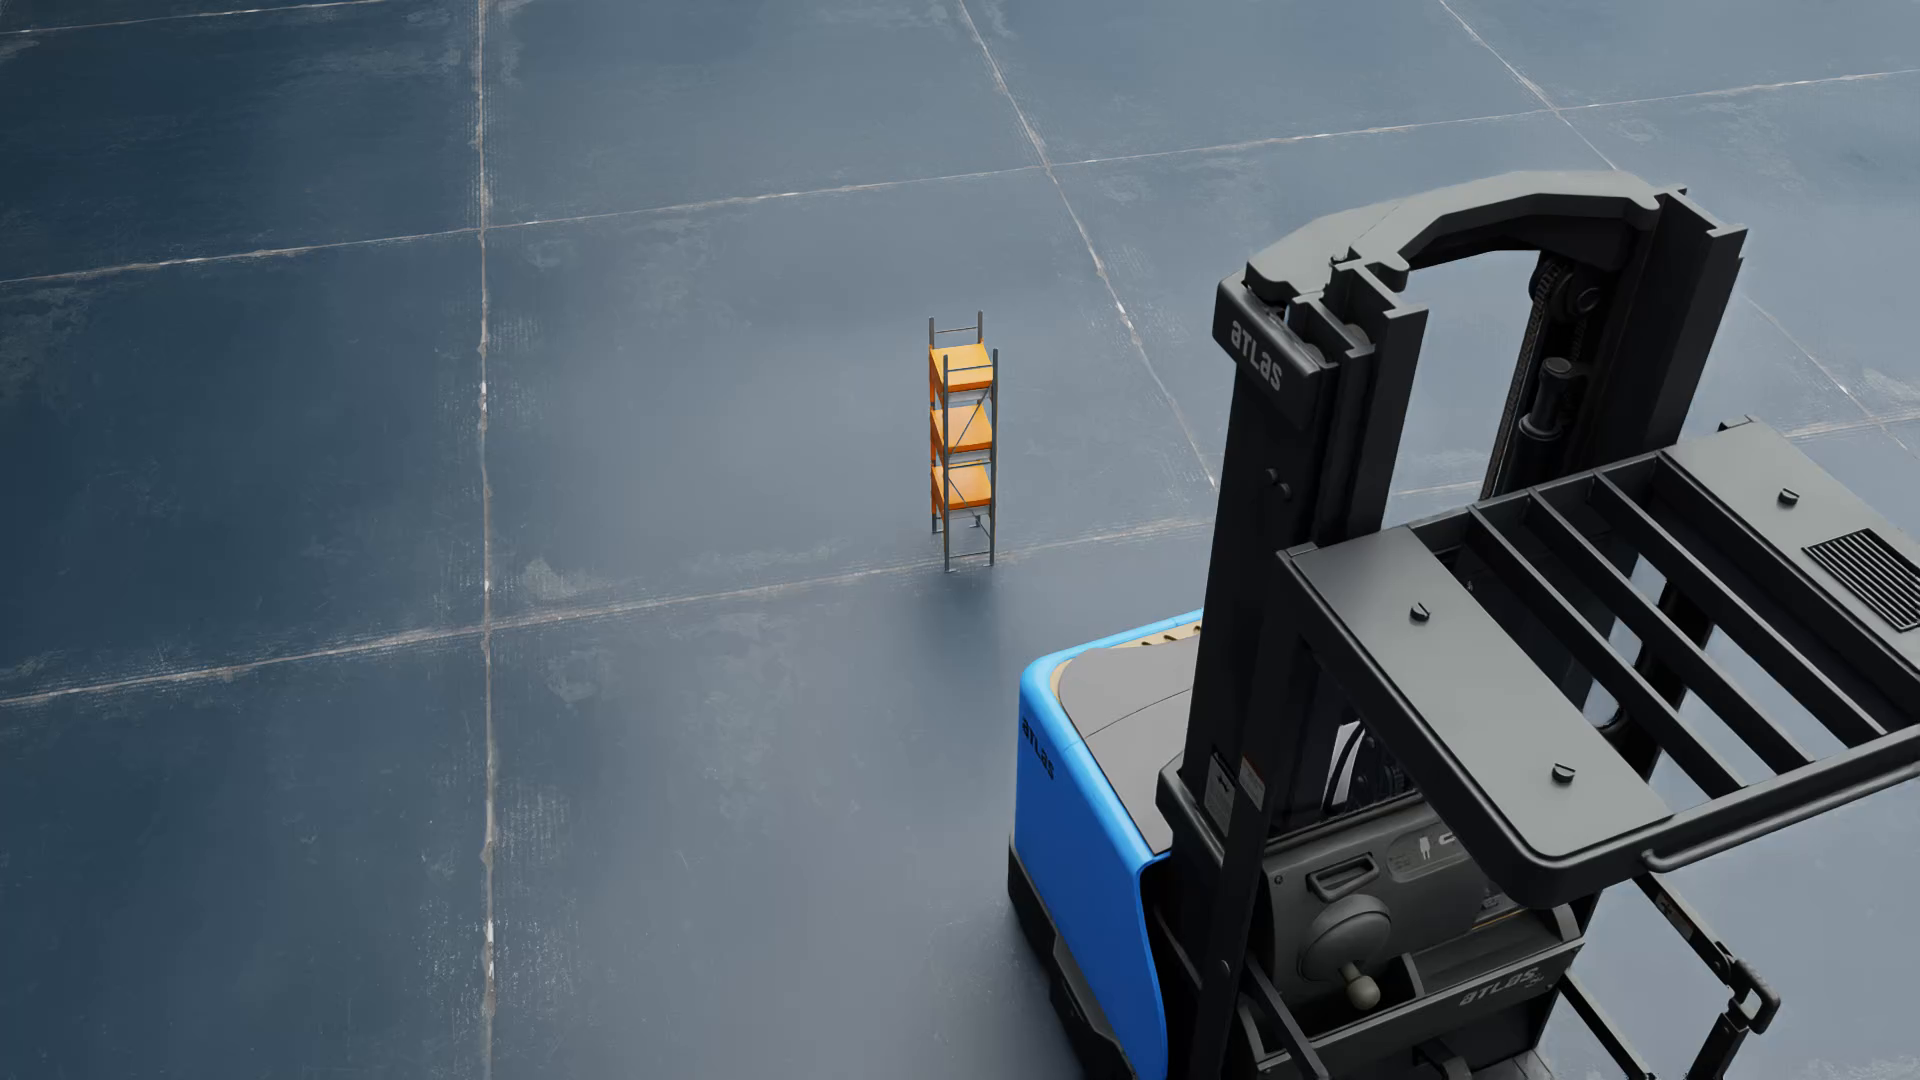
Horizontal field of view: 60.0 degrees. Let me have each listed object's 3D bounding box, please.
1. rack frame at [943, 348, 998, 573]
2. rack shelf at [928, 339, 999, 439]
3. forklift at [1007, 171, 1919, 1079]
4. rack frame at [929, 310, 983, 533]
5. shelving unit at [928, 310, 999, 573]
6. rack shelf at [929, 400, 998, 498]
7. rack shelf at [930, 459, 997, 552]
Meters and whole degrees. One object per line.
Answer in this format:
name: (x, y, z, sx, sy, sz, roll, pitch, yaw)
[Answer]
rack frame: (0.038, -0.279, 6.273, 0.200, 1.050, 0.008, -8, 42, -9)
rack shelf: (0.012, -0.562, 6.181, 0.215, 0.259, 0.240, -8, 42, -9)
forklift: (1.182, 0.840, 3.596, 1.130, 2.935, 3.031, -15, 44, -17)
rack frame: (-0.015, -0.437, 6.451, 0.200, 1.050, 0.008, -8, 42, -9)
shelving unit: (0.012, -0.358, 6.362, 0.215, 1.050, 0.252, -8, 42, -9)
rack shelf: (0.012, -0.350, 6.369, 0.215, 0.259, 0.240, -8, 42, -9)
rack shelf: (0.012, -0.142, 6.554, 0.215, 0.259, 0.240, -8, 42, -9)
